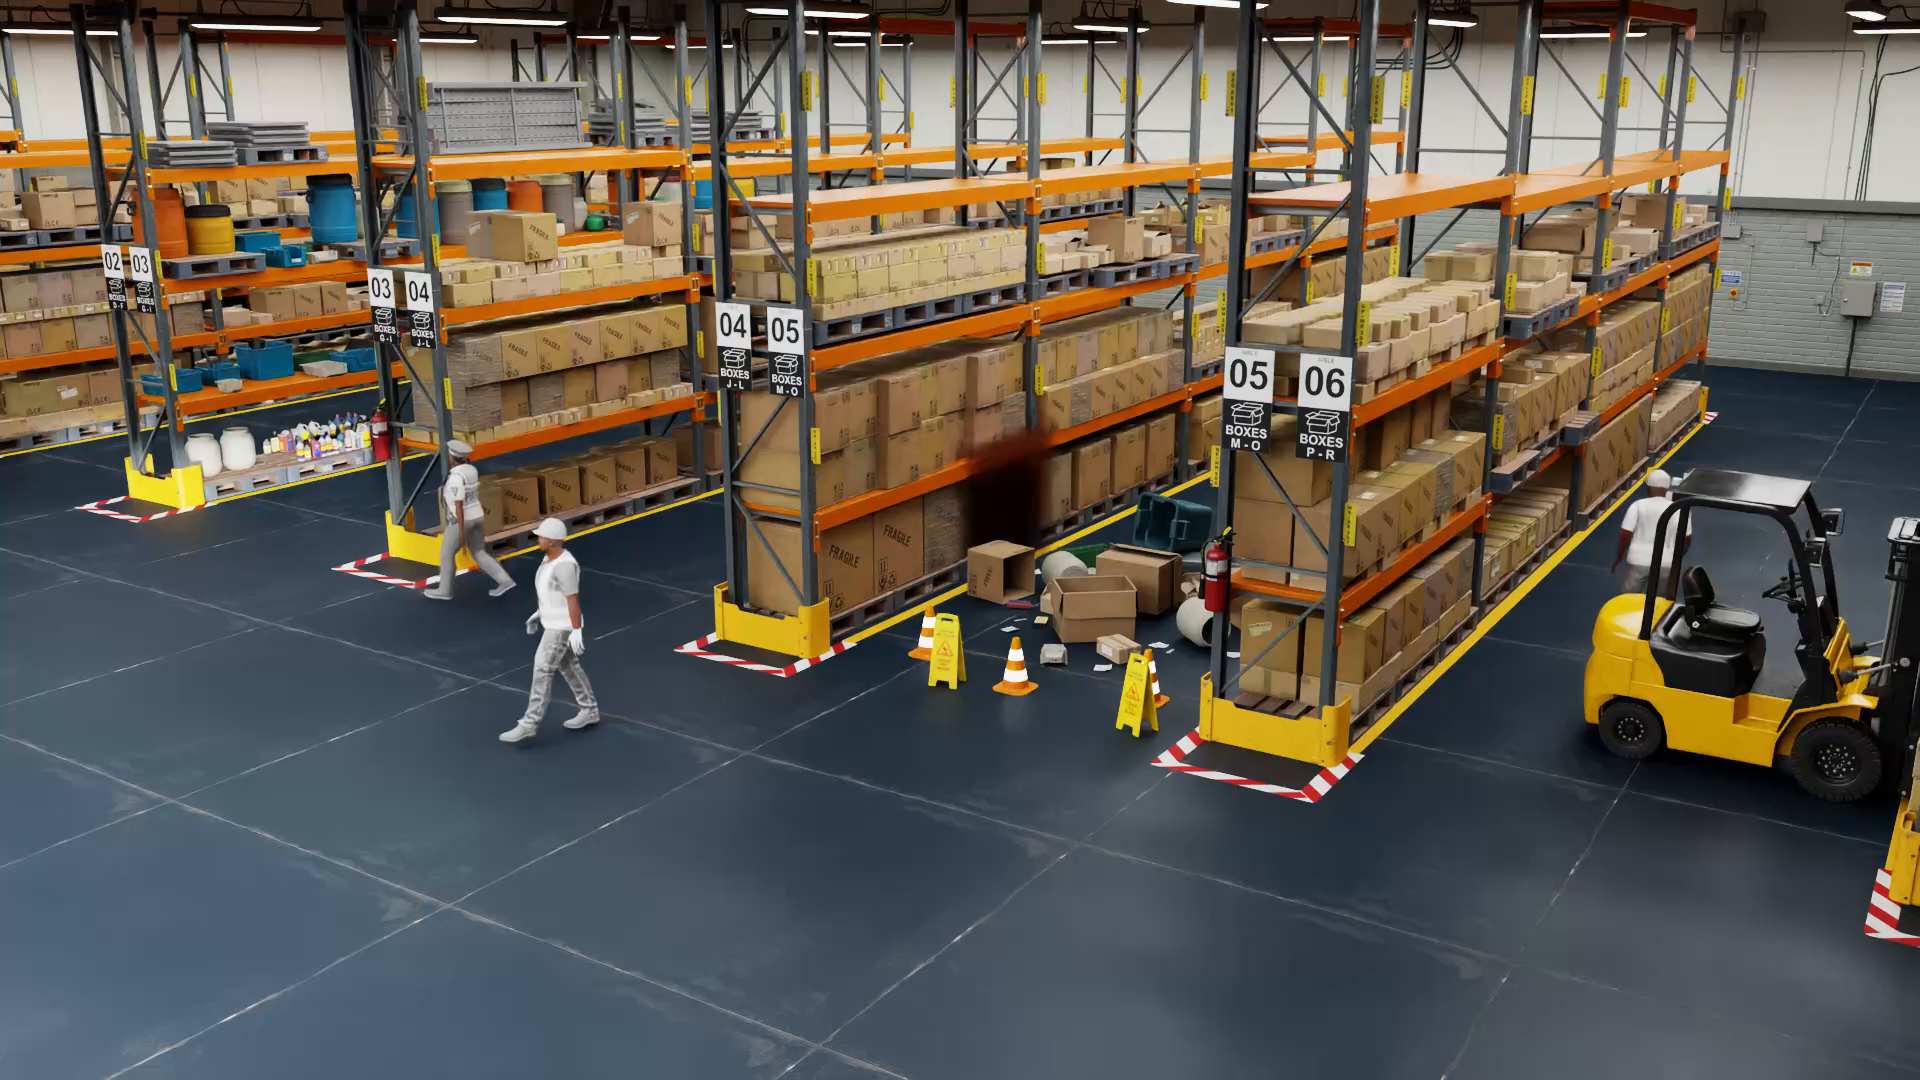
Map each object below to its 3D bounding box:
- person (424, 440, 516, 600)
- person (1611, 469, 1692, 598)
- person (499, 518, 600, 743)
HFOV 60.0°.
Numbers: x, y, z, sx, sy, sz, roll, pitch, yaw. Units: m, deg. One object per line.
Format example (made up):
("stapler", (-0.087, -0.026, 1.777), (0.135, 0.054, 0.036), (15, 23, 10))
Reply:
("person", (-5.013, -0.197, 16.844), (0.900, 1.650, 0.488), (5, 16, 17))
("person", (6.323, 0.235, 15.215), (0.658, 1.715, 0.694), (4, 16, 12))
("person", (-3.355, 0.703, 13.364), (0.821, 1.772, 0.624), (-5, 16, -18))
